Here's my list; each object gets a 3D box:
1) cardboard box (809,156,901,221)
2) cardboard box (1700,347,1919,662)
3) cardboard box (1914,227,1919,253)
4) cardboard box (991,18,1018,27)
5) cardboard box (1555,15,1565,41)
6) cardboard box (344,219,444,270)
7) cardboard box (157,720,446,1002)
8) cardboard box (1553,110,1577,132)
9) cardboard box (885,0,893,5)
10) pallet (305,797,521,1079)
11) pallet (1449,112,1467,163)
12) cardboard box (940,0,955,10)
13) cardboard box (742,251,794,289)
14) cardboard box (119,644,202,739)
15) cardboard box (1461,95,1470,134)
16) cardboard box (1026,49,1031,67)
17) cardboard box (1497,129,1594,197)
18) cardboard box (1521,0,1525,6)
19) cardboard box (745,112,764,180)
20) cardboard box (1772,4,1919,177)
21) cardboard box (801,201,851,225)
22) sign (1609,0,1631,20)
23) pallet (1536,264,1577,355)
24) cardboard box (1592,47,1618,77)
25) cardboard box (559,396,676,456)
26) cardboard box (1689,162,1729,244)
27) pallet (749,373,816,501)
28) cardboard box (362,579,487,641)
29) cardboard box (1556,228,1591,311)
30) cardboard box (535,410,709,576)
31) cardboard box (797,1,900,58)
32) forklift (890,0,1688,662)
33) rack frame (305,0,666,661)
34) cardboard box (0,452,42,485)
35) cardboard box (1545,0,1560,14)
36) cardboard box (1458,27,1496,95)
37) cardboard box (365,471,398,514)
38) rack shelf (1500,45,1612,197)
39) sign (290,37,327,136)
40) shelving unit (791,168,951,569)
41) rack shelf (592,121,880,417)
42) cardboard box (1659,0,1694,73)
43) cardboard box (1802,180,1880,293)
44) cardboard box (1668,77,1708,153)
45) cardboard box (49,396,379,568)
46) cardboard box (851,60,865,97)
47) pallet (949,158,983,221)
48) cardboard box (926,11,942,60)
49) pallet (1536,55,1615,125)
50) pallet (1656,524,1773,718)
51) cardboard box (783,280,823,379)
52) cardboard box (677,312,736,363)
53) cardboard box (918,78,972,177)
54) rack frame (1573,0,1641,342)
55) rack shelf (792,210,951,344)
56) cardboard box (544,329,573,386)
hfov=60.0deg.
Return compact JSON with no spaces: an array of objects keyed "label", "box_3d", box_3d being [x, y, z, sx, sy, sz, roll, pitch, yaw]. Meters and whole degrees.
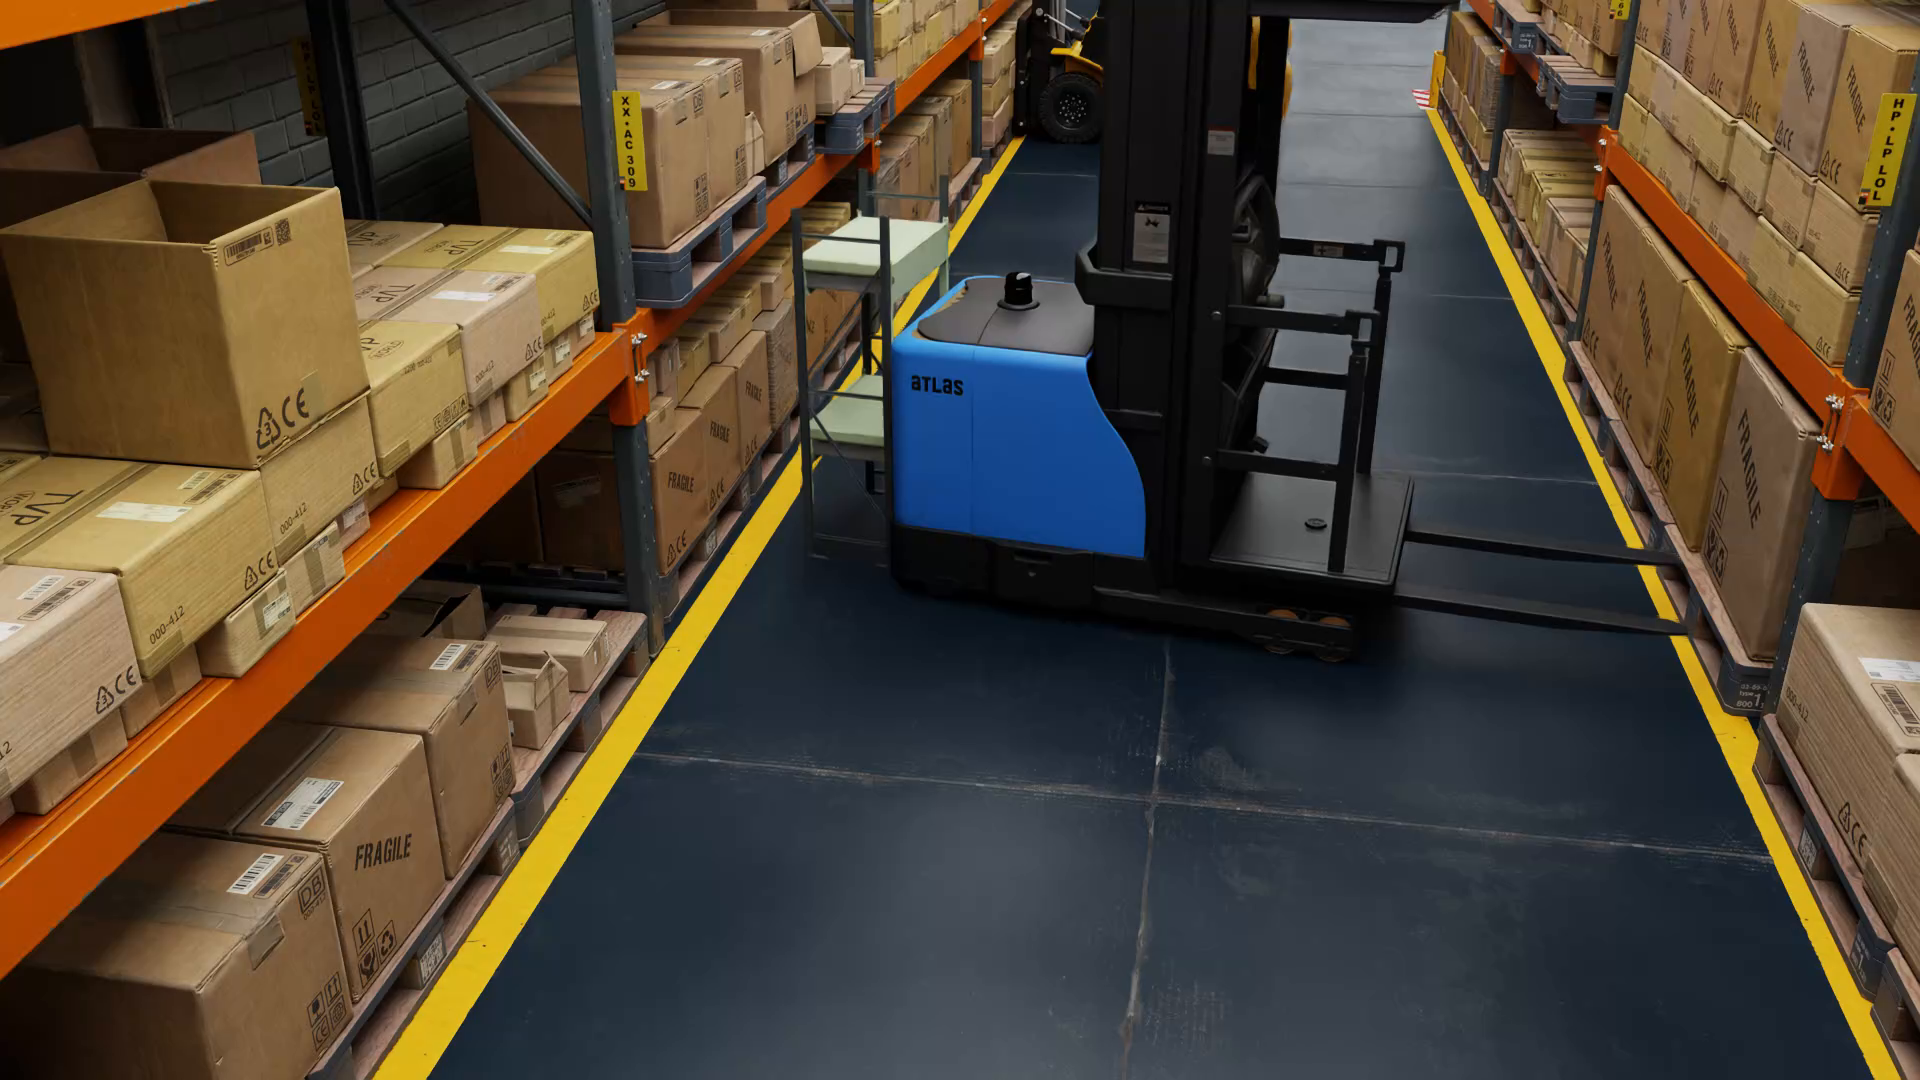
[{"label":"cardboard box","box_3d":[-0.865,-2.012,10.316,0.875,0.625,0.625,5,26,10]},{"label":"cardboard box","box_3d":[3.285,-0.115,5.968,0.875,0.875,0.875,5,26,10]},{"label":"cardboard box","box_3d":[2.946,-0.938,4.418,0.500,0.500,0.500,4,25,9]},{"label":"cardboard box","box_3d":[0.318,-4.530,14.958,0.500,0.250,0.500,4,25,7]},{"label":"cardboard box","box_3d":[3.913,-3.179,10.303,0.380,0.149,0.250,3,25,7]},{"label":"cardboard box","box_3d":[-1.982,-0.843,5.339,0.500,0.250,0.500,4,25,8]},{"label":"cardboard box","box_3d":[-1.732,0.832,4.387,0.500,0.500,0.500,4,25,9]},{"label":"cardboard box","box_3d":[4.933,-3.481,13.011,0.500,0.500,0.500,5,26,11]},{"label":"cardboard box","box_3d":[-0.596,-3.201,9.668,0.380,0.149,0.250,5,25,10]},{"label":"pallet","box_3d":[-1.945,1.097,4.657,1.003,0.211,1.213,4,25,9]},{"label":"pallet","box_3d":[4.842,-3.500,14.479,1.003,0.211,1.213,4,25,9]},{"label":"cardboard box","box_3d":[-0.321,-3.817,11.453,0.500,0.250,0.500,5,25,10]},{"label":"cardboard box","box_3d":[-1.040,-1.330,8.242,0.380,0.149,0.250,4,25,8]},{"label":"cardboard box","box_3d":[-1.820,0.269,3.434,0.380,0.149,0.250,4,25,9]},{"label":"cardboard box","box_3d":[4.567,-3.615,14.182,0.500,0.250,0.500,4,25,9]},{"label":"cardboard box","box_3d":[0.399,-4.503,15.490,0.500,0.250,0.500,3,25,7]},{"label":"cardboard box","box_3d":[4.487,-2.749,12.188,0.950,0.372,0.625,4,25,9]},{"label":"cardboard box","box_3d":[4.168,-3.835,11.706,0.380,0.149,0.250,4,25,9]},{"label":"cardboard box","box_3d":[-1.029,-1.648,6.896,0.396,0.266,0.258,5,26,11]},{"label":"cardboard box","box_3d":[3.166,-1.542,5.708,0.500,0.500,0.500,5,25,10]},{"label":"cardboard box","box_3d":[-0.812,-1.765,9.171,0.380,0.149,0.250,3,25,6]},{"label":"sign","box_3d":[3.380,-2.817,8.458,0.100,0.325,0.005,4,25,9]},{"label":"pallet","box_3d":[4.046,-1.359,9.904,1.003,0.211,1.213,4,25,9]},{"label":"cardboard box","box_3d":[3.711,-2.642,9.157,0.380,0.149,0.250,4,25,9]},{"label":"cardboard box","box_3d":[-1.313,-0.448,6.357,0.380,0.149,0.250,5,26,11]},{"label":"cardboard box","box_3d":[3.353,-1.398,6.876,0.500,0.250,0.500,4,25,9]},{"label":"pallet","box_3d":[-1.342,-0.556,8.189,1.003,0.211,1.213,4,25,9]},{"label":"cardboard box","box_3d":[-1.976,0.323,5.698,0.500,0.311,0.500,5,26,10]},{"label":"cardboard box","box_3d":[4.019,-1.531,9.587,0.950,0.372,0.625,2,25,5]},{"label":"cardboard box","box_3d":[-1.334,-0.209,6.612,0.500,0.500,0.500,5,26,11]},{"label":"cardboard box","box_3d":[-0.643,-2.963,9.629,0.500,0.250,0.500,4,25,8]},{"label":"forklift","box_3d":[1.293,-1.121,6.189,3.031,2.935,1.130,8,26,16]},{"label":"rack frame","box_3d":[-1.635,-0.965,5.772,1.000,3.000,0.127,4,25,9]},{"label":"cardboard box","box_3d":[-2.304,0.008,3.520,0.500,0.250,0.500,5,26,10]},{"label":"cardboard box","box_3d":[3.962,-3.531,10.291,0.500,0.500,0.500,3,25,6]},{"label":"cardboard box","box_3d":[4.645,-4.169,14.482,0.500,0.500,0.500,5,25,10]},{"label":"cardboard box","box_3d":[-1.713,-0.162,4.355,0.380,0.149,0.250,4,25,9]},{"label":"rack shelf","box_3d":[4.244,-2.806,10.555,1.077,0.370,4.000,4,25,9]},{"label":"sign","box_3d":[-2.183,-1.526,5.606,0.100,0.325,0.005,4,25,9]},{"label":"shelving unit","box_3d":[-0.353,-0.732,7.046,0.431,1.500,0.755,8,26,16]},{"label":"rack shelf","box_3d":[-1.308,-1.475,7.712,1.077,0.370,4.000,4,25,9]},{"label":"cardboard box","box_3d":[3.523,-2.396,7.533,0.500,0.500,0.500,4,25,9]},{"label":"cardboard box","box_3d":[3.095,-0.982,5.397,0.500,0.250,0.500,4,25,8]},{"label":"cardboard box","box_3d":[3.411,-1.835,7.220,0.500,0.250,0.500,4,25,8]},{"label":"cardboard box","box_3d":[-1.724,-0.168,3.897,0.500,0.250,0.500,3,25,7]},{"label":"cardboard box","box_3d":[-0.710,-2.413,8.667,0.380,0.149,0.250,4,25,9]},{"label":"pallet","box_3d":[-0.409,-2.737,12.848,1.003,0.211,1.213,4,25,9]},{"label":"cardboard box","box_3d":[-0.416,-3.381,11.112,0.500,0.250,0.500,5,26,10]},{"label":"pallet","box_3d":[3.928,-2.514,9.308,1.213,0.211,1.003,4,25,9]},{"label":"pallet","box_3d":[3.315,0.313,6.333,1.003,0.211,1.213,4,25,9]},{"label":"cardboard box","box_3d":[-1.013,-1.076,8.464,0.500,0.500,0.500,5,26,11]},{"label":"cardboard box","box_3d":[-1.205,-0.895,7.312,0.380,0.149,0.250,4,25,8]},{"label":"cardboard box","box_3d":[-0.401,-3.206,12.867,0.875,0.625,0.625,5,26,11]},{"label":"rack frame","box_3d":[3.917,-2.295,8.615,1.000,3.000,0.127,4,25,9]},{"label":"rack shelf","box_3d":[-0.353,-1.086,6.880,0.431,0.370,0.720,8,26,16]},{"label":"cardboard box","box_3d":[-1.459,-0.590,5.268,0.380,0.149,0.250,5,25,10]}]
